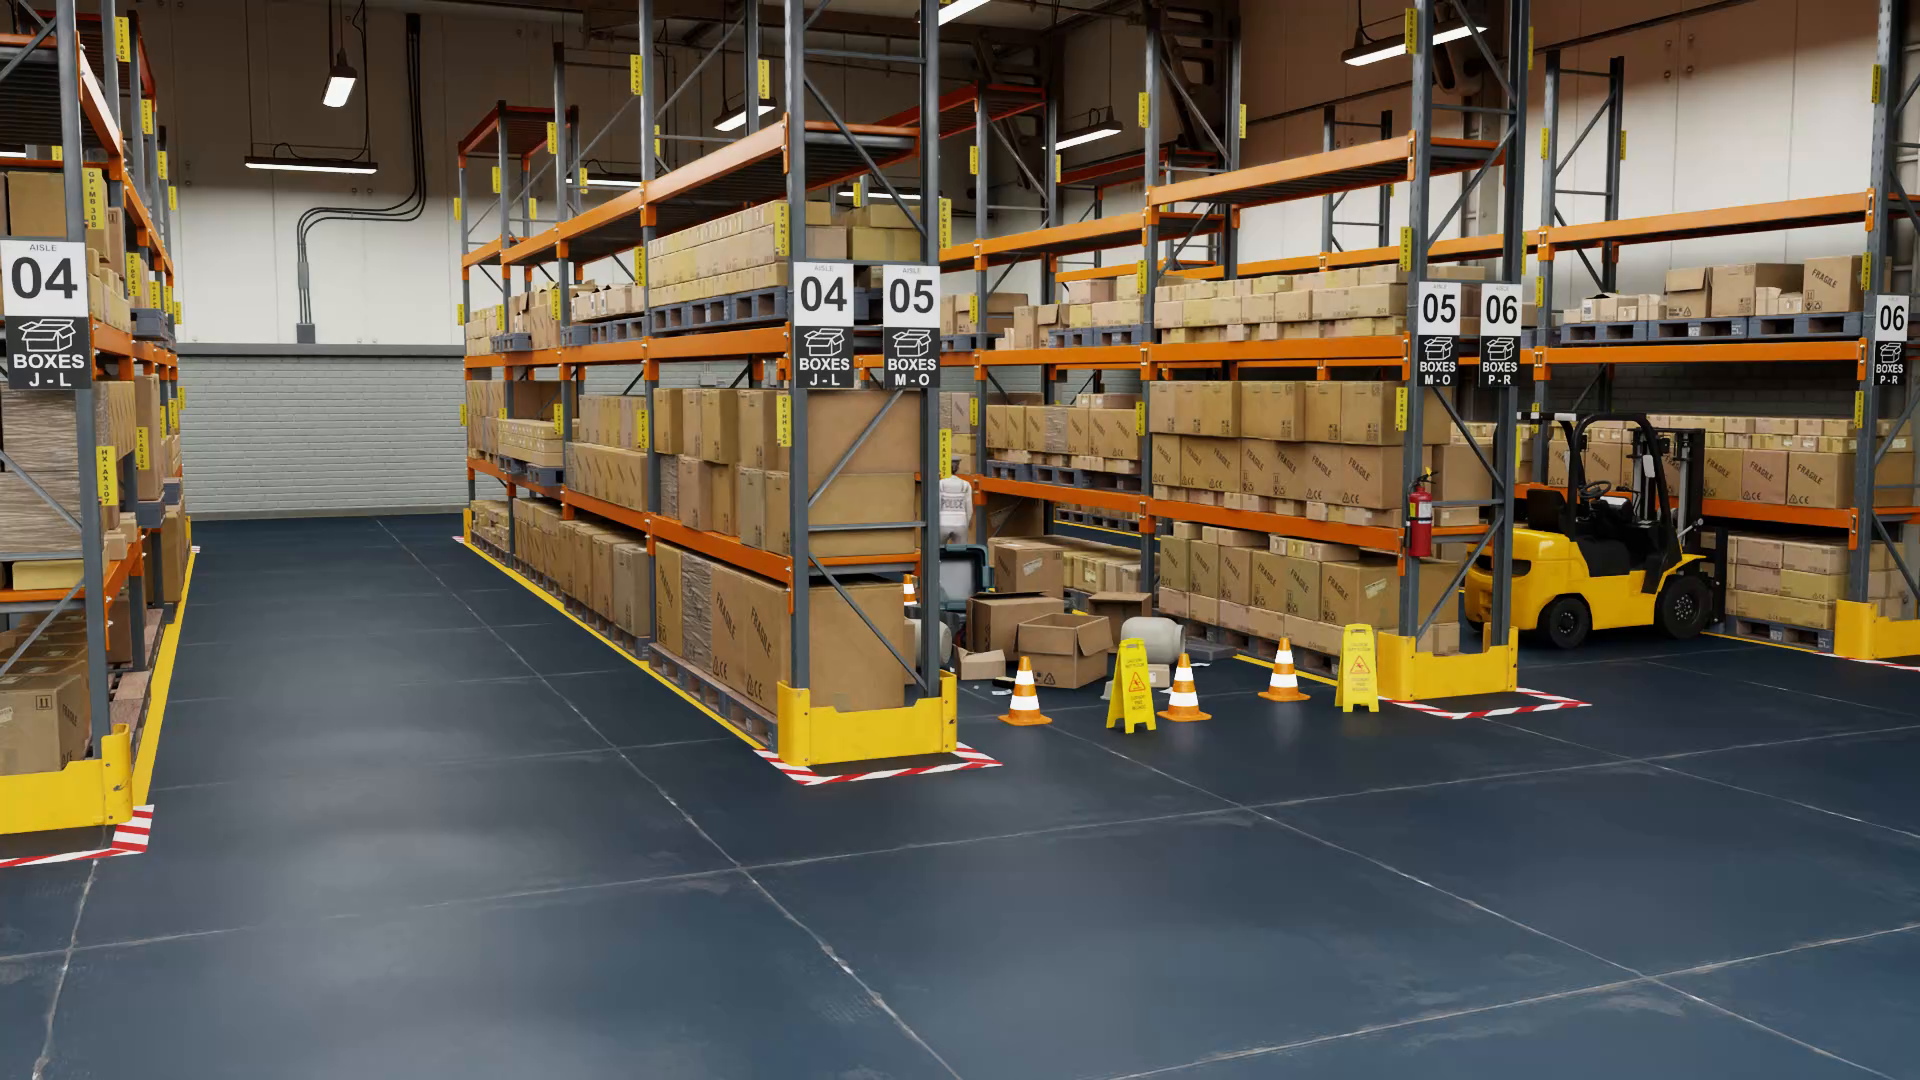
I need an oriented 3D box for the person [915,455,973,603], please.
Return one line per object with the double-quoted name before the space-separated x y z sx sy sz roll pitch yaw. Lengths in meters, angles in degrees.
"person" -0.167 -0.099 17.946 0.620 1.632 0.720 -1 6 -6
